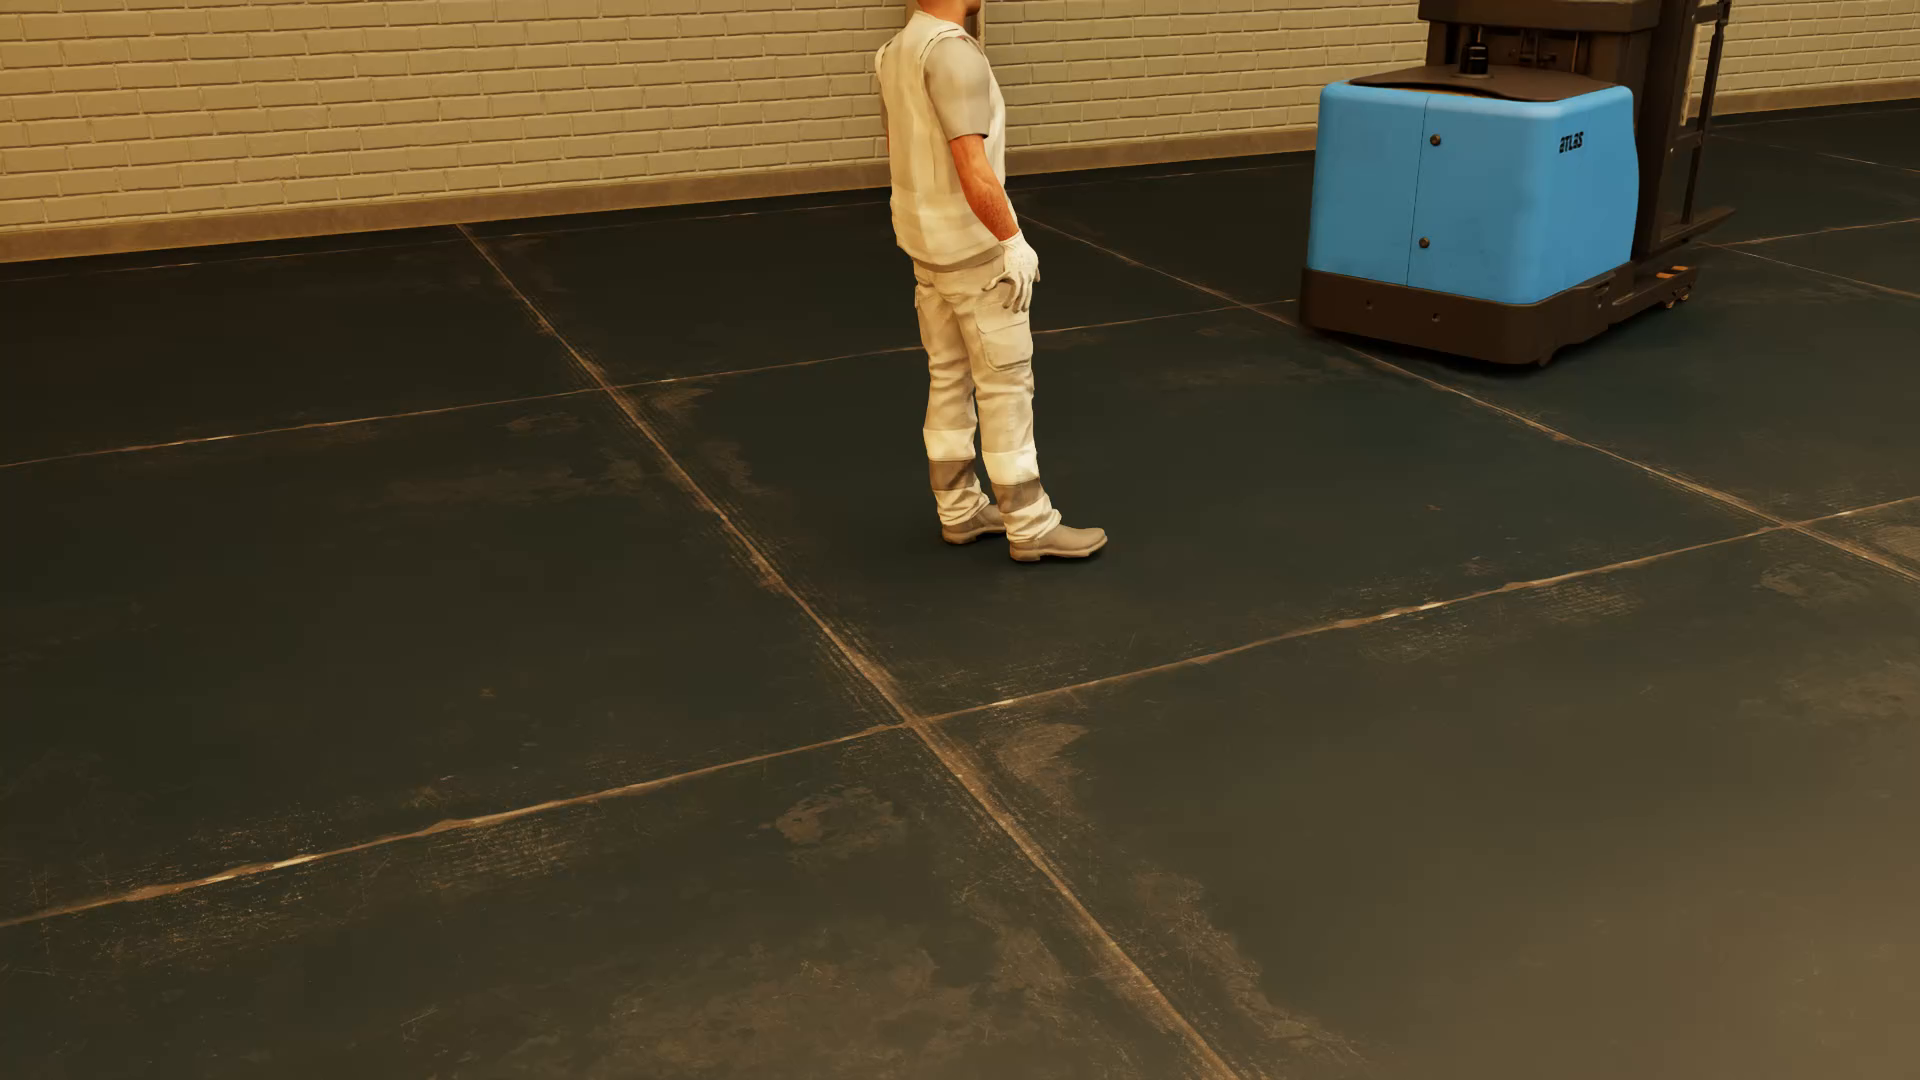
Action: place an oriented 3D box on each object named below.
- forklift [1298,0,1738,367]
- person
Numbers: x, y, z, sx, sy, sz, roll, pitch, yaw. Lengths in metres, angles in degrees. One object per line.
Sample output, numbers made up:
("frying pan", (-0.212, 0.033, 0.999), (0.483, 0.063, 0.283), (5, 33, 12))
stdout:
("forklift", (2.817, -2.534, 7.386), (1.130, 2.935, 3.031), (19, 29, 38))
("person", (0.078, -0.842, 4.784), (0.562, 1.789, 0.638), (-10, 25, -23))
